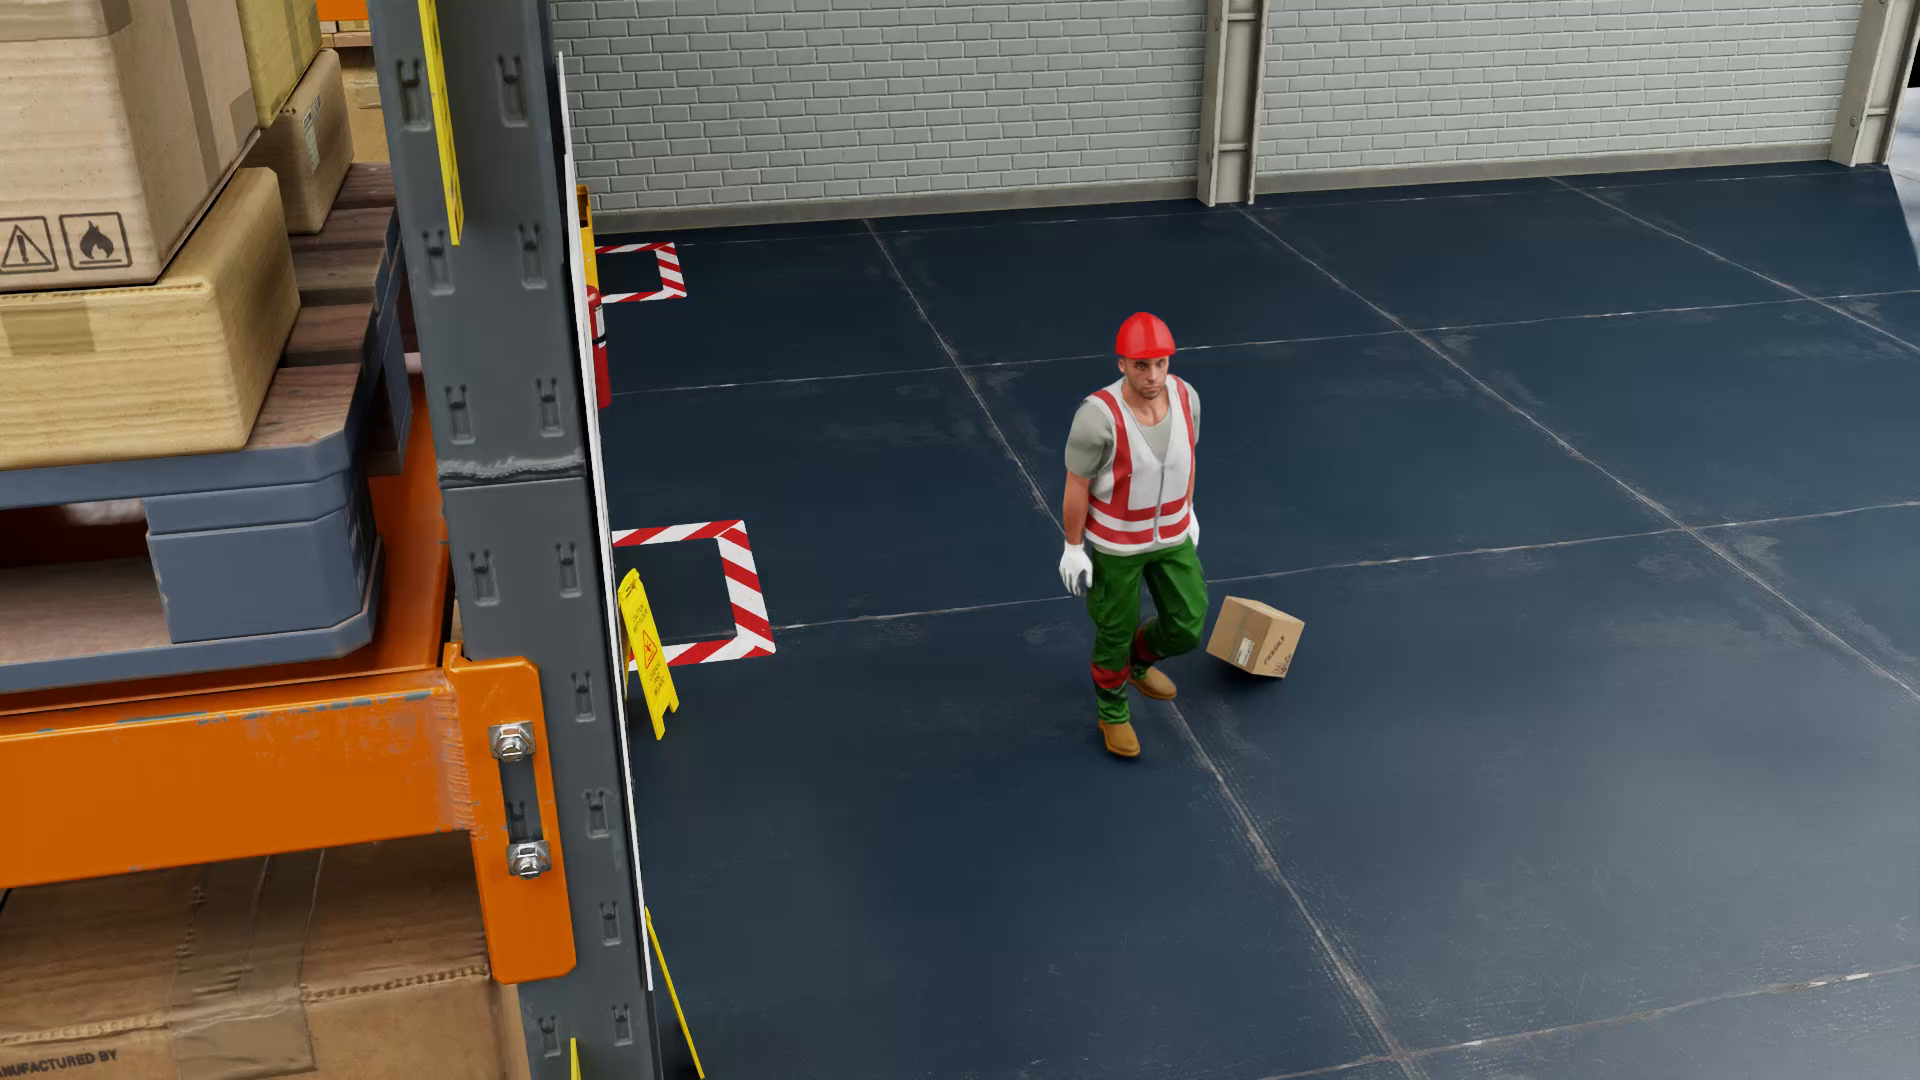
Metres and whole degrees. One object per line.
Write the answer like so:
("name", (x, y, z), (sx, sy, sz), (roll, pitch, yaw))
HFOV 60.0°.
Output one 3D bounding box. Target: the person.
("person", (0.633, -0.017, 6.105), (0.596, 1.782, 0.530), (-11, 28, -20))
